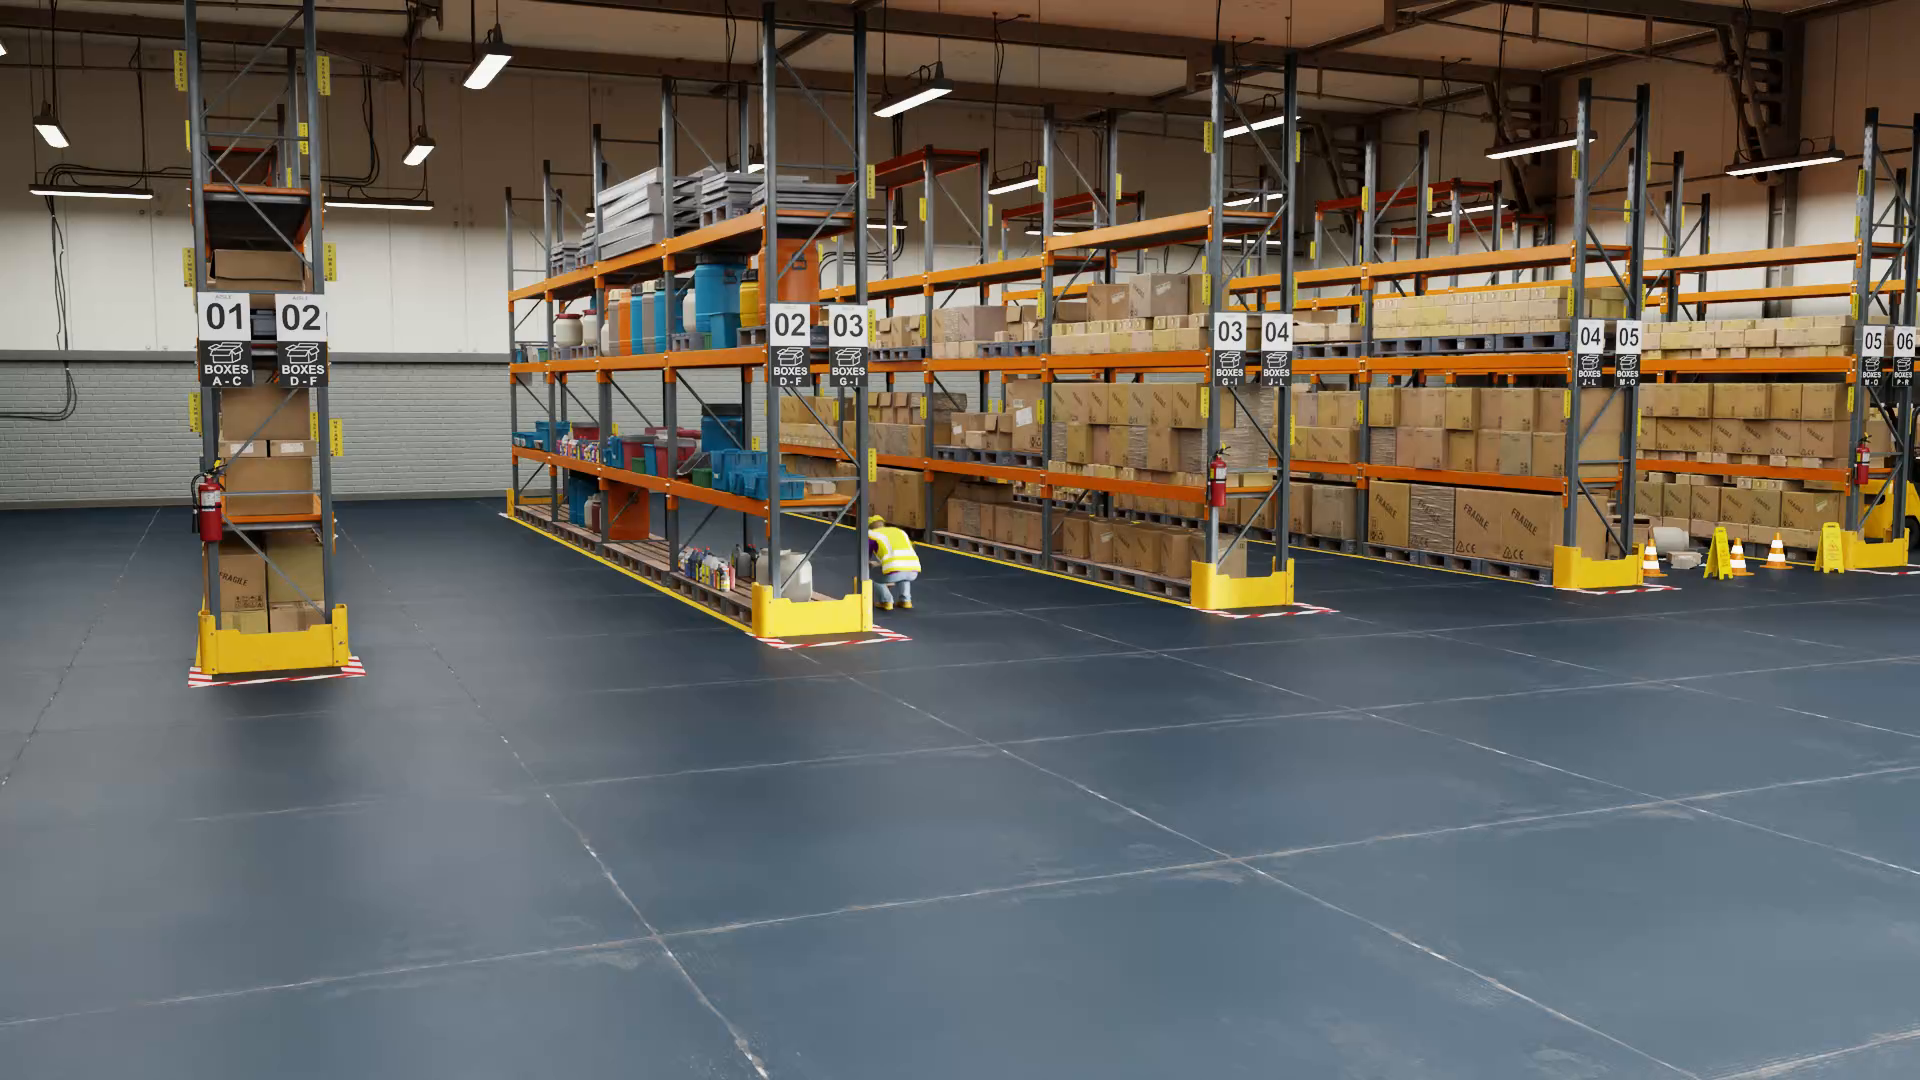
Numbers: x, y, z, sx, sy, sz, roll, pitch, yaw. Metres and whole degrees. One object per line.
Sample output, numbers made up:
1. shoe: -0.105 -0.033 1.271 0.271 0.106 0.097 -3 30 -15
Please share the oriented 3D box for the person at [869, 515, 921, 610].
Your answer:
1. person: -0.787 0.239 18.265 0.590 0.995 0.891 -2 6 -24
